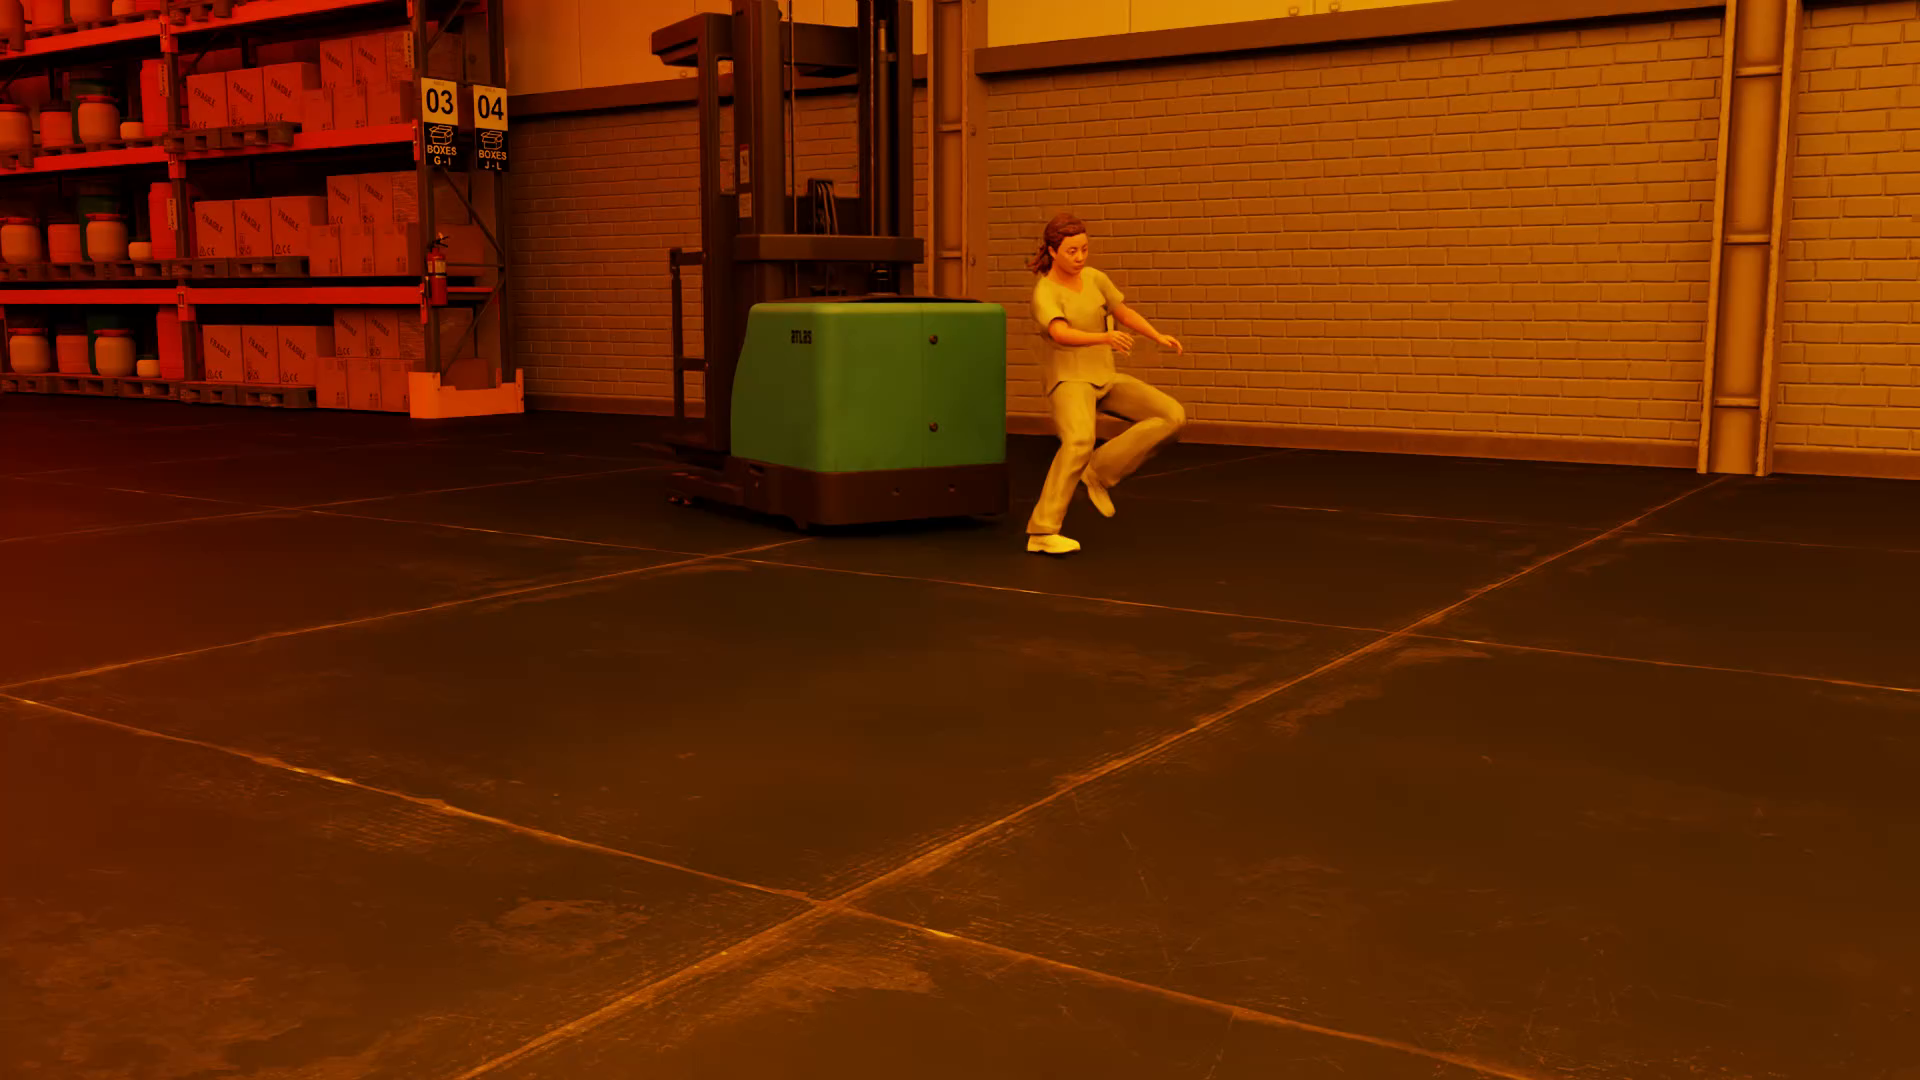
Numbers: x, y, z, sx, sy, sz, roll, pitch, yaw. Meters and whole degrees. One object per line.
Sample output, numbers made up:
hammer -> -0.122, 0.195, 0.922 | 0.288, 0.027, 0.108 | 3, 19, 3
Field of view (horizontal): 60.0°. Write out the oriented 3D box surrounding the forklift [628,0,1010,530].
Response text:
forklift -> -0.955, -1.662, 8.879 | 1.130, 2.935, 3.031 | -5, 9, -31

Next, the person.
person -> 0.626, -0.700, 7.317 | 0.802, 1.464, 0.758 | -7, 10, -39
